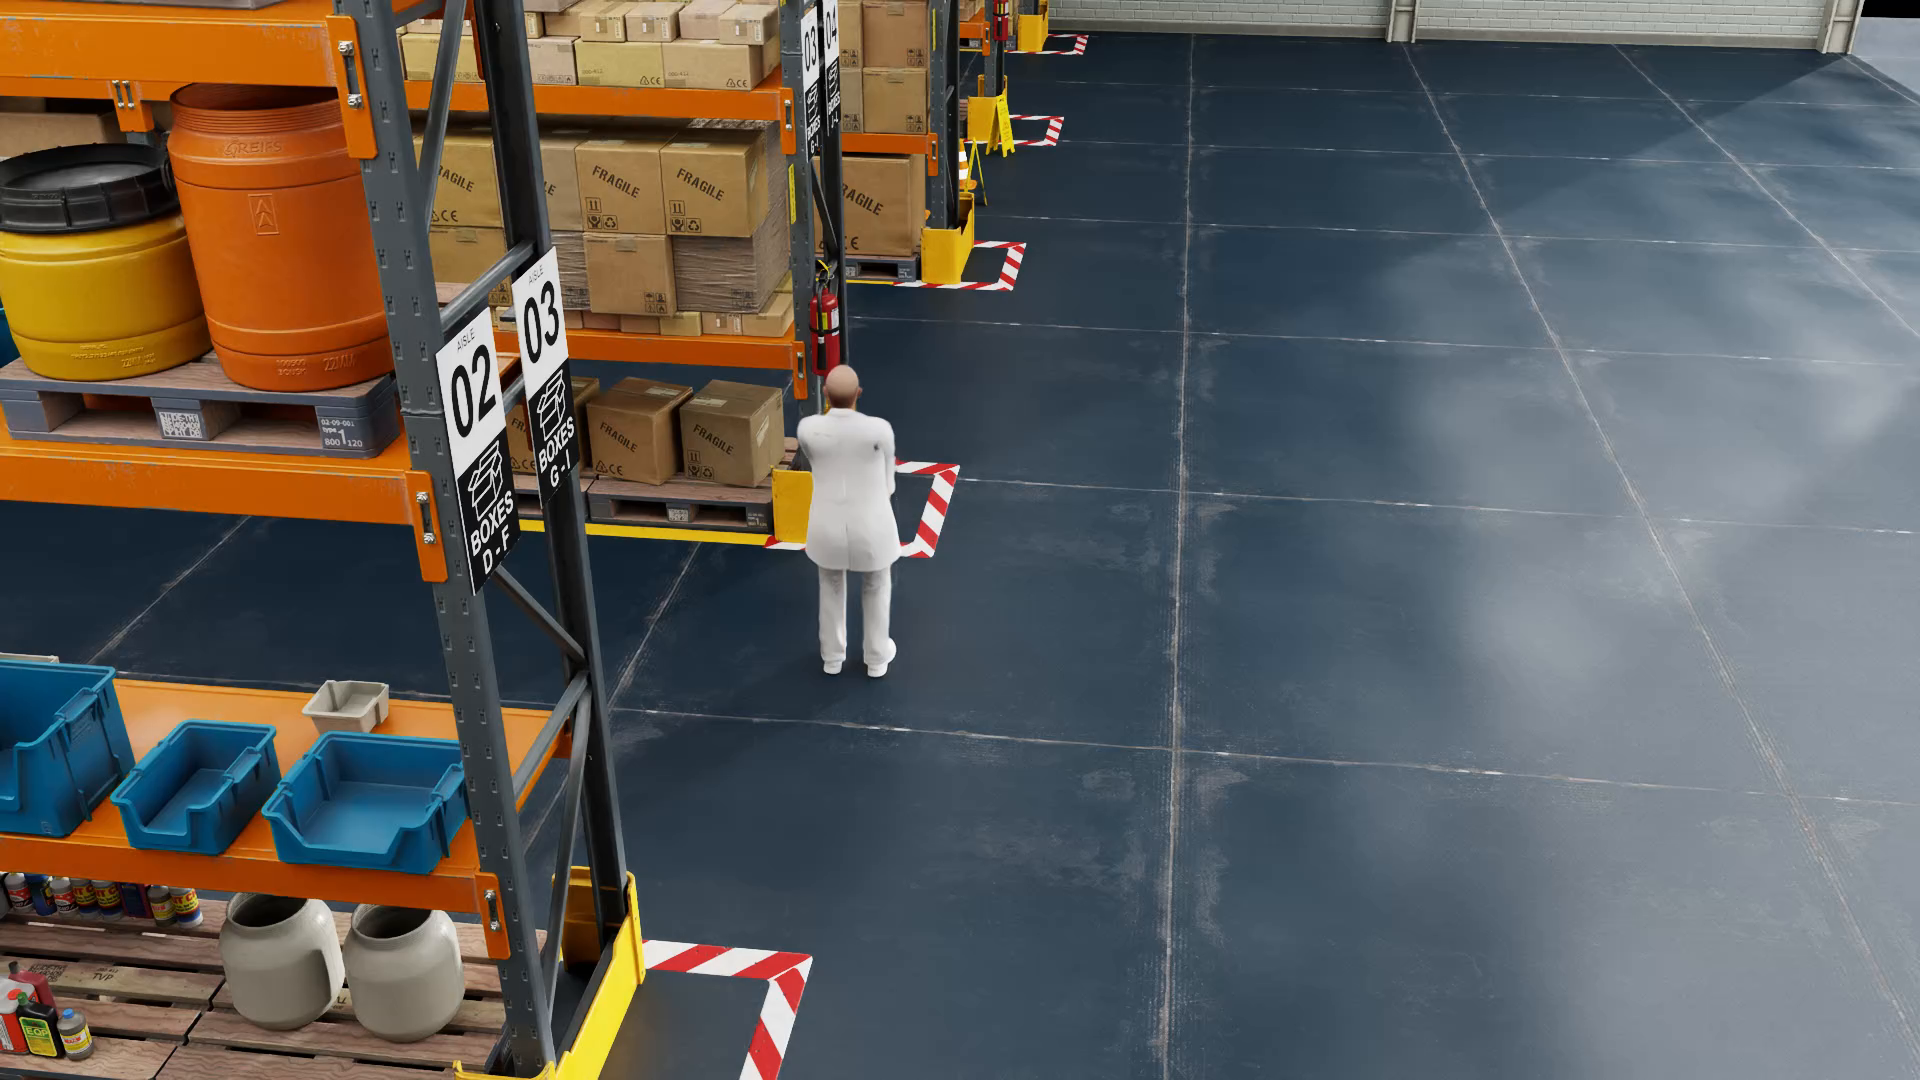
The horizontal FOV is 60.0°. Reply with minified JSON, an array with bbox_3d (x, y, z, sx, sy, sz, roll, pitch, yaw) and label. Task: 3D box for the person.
[{"bbox_3d":[-0.568,-0.146,8.917,0.527,1.780,0.552,3,28,6],"label":"person"}]
